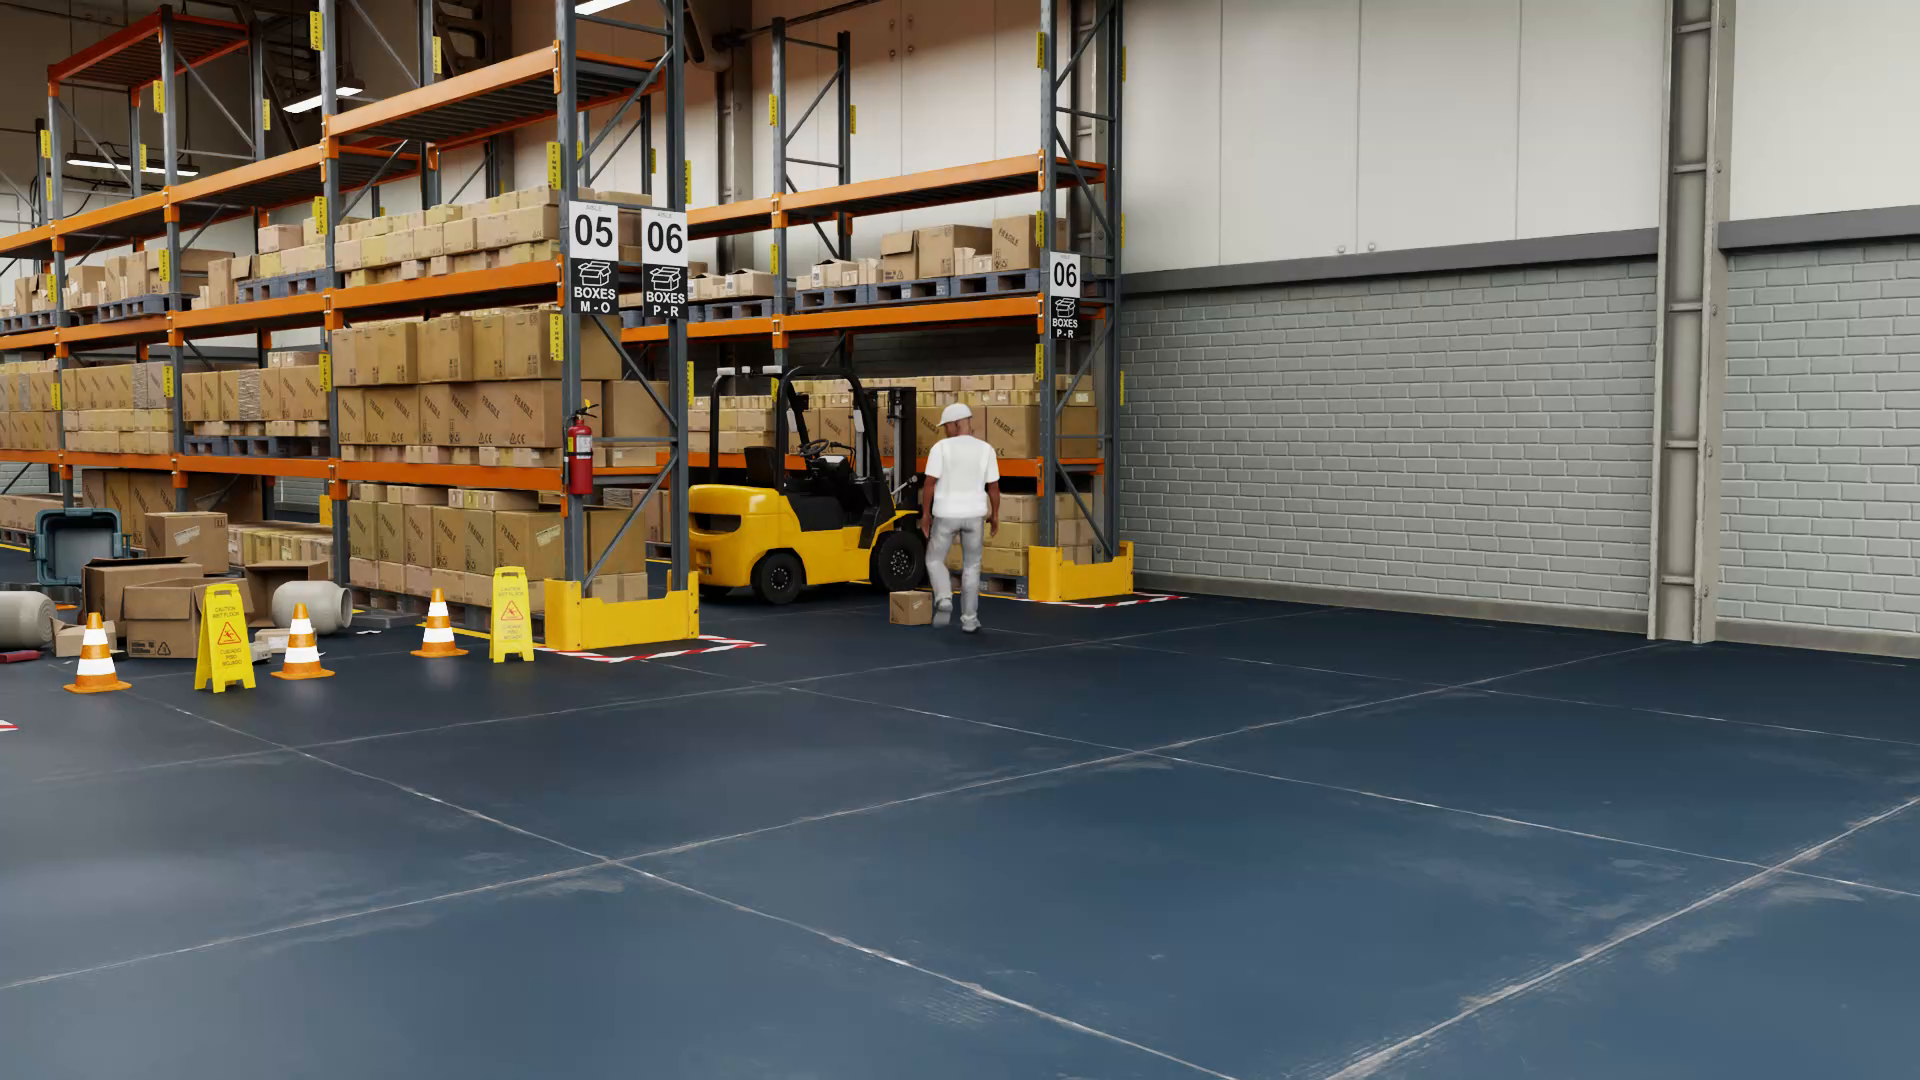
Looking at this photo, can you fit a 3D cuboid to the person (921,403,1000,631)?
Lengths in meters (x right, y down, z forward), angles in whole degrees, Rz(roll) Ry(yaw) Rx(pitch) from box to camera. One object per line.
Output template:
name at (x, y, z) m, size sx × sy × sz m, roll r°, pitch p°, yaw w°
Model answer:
person at (0.011, -0.175, 12.861) m, size 0.631 × 1.764 × 0.543 m, roll -1°, pitch 4°, yaw -9°
